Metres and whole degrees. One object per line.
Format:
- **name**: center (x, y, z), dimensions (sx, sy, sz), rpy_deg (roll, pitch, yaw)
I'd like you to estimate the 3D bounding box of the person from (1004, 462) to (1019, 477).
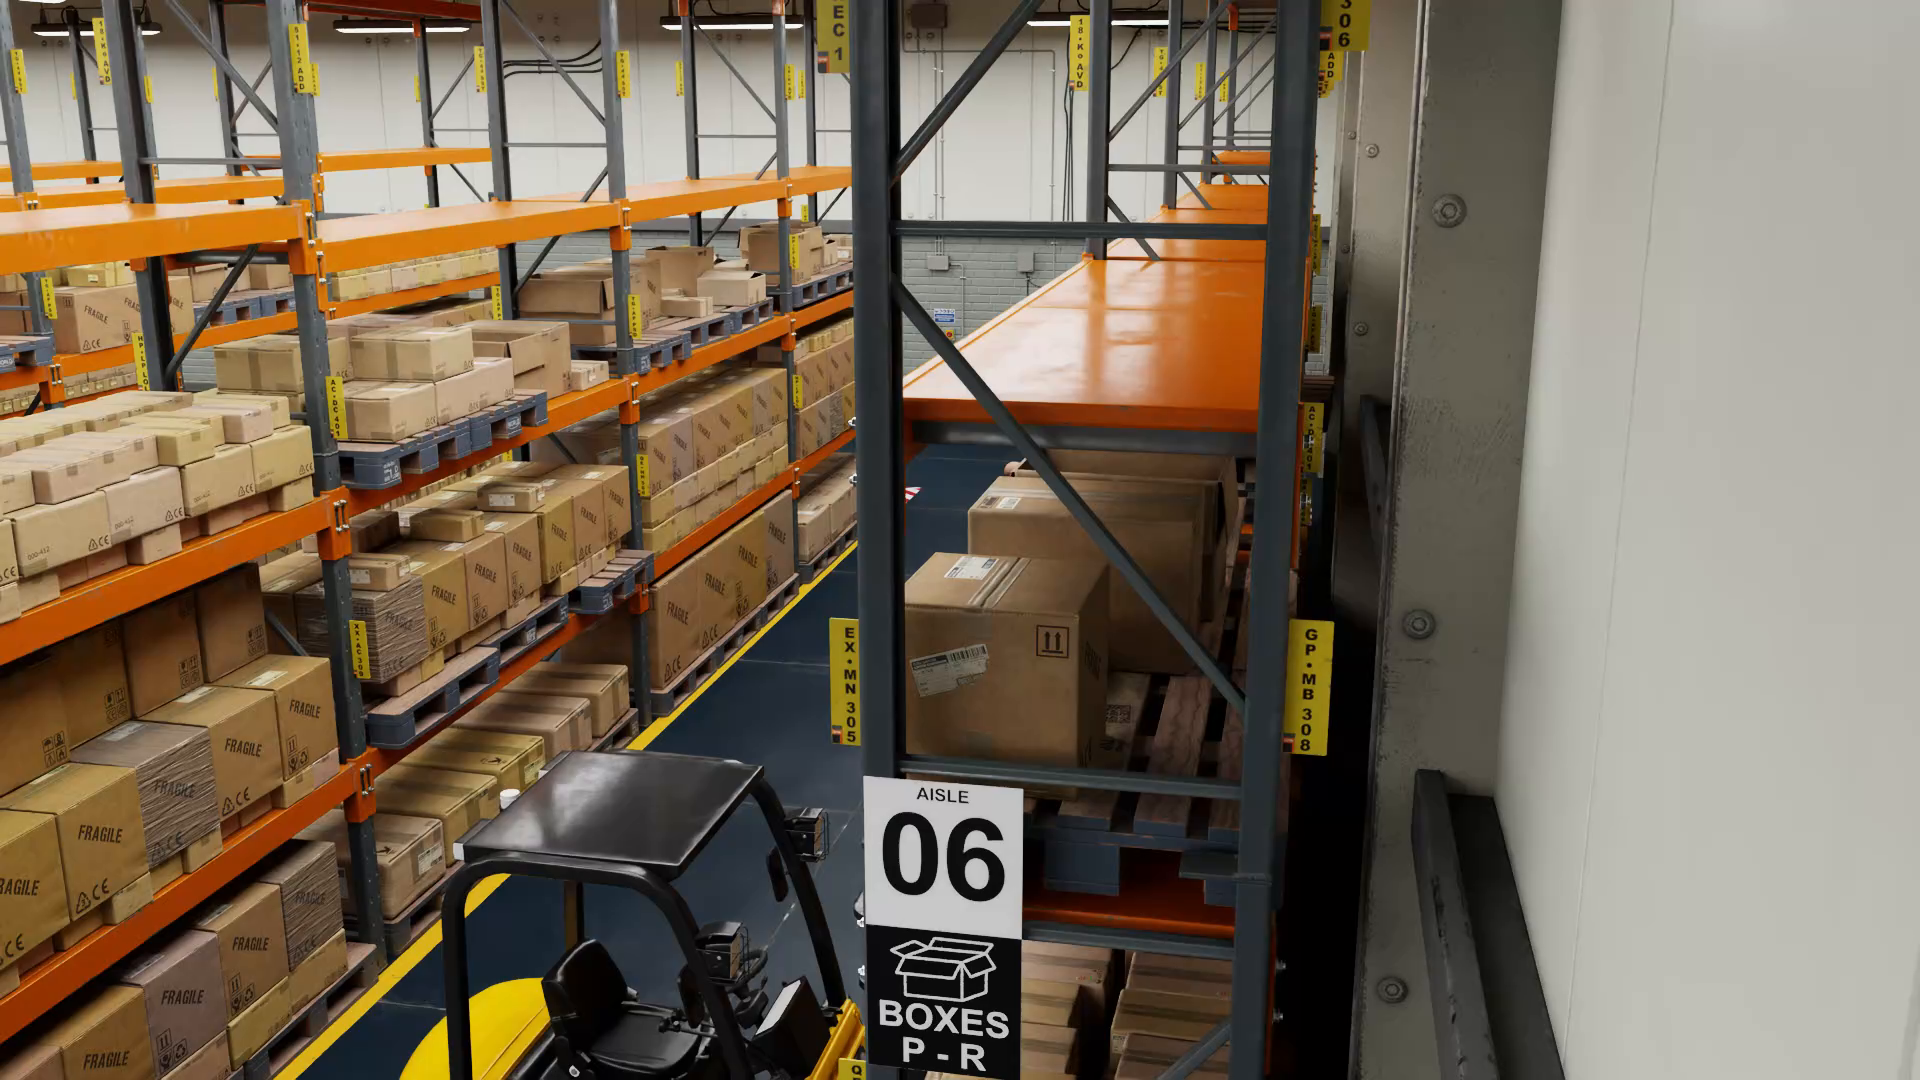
- **person**: center (0.403, 0.137, 15.031), dimensions (0.421, 1.720, 0.580), rpy_deg (3, 15, 11)
